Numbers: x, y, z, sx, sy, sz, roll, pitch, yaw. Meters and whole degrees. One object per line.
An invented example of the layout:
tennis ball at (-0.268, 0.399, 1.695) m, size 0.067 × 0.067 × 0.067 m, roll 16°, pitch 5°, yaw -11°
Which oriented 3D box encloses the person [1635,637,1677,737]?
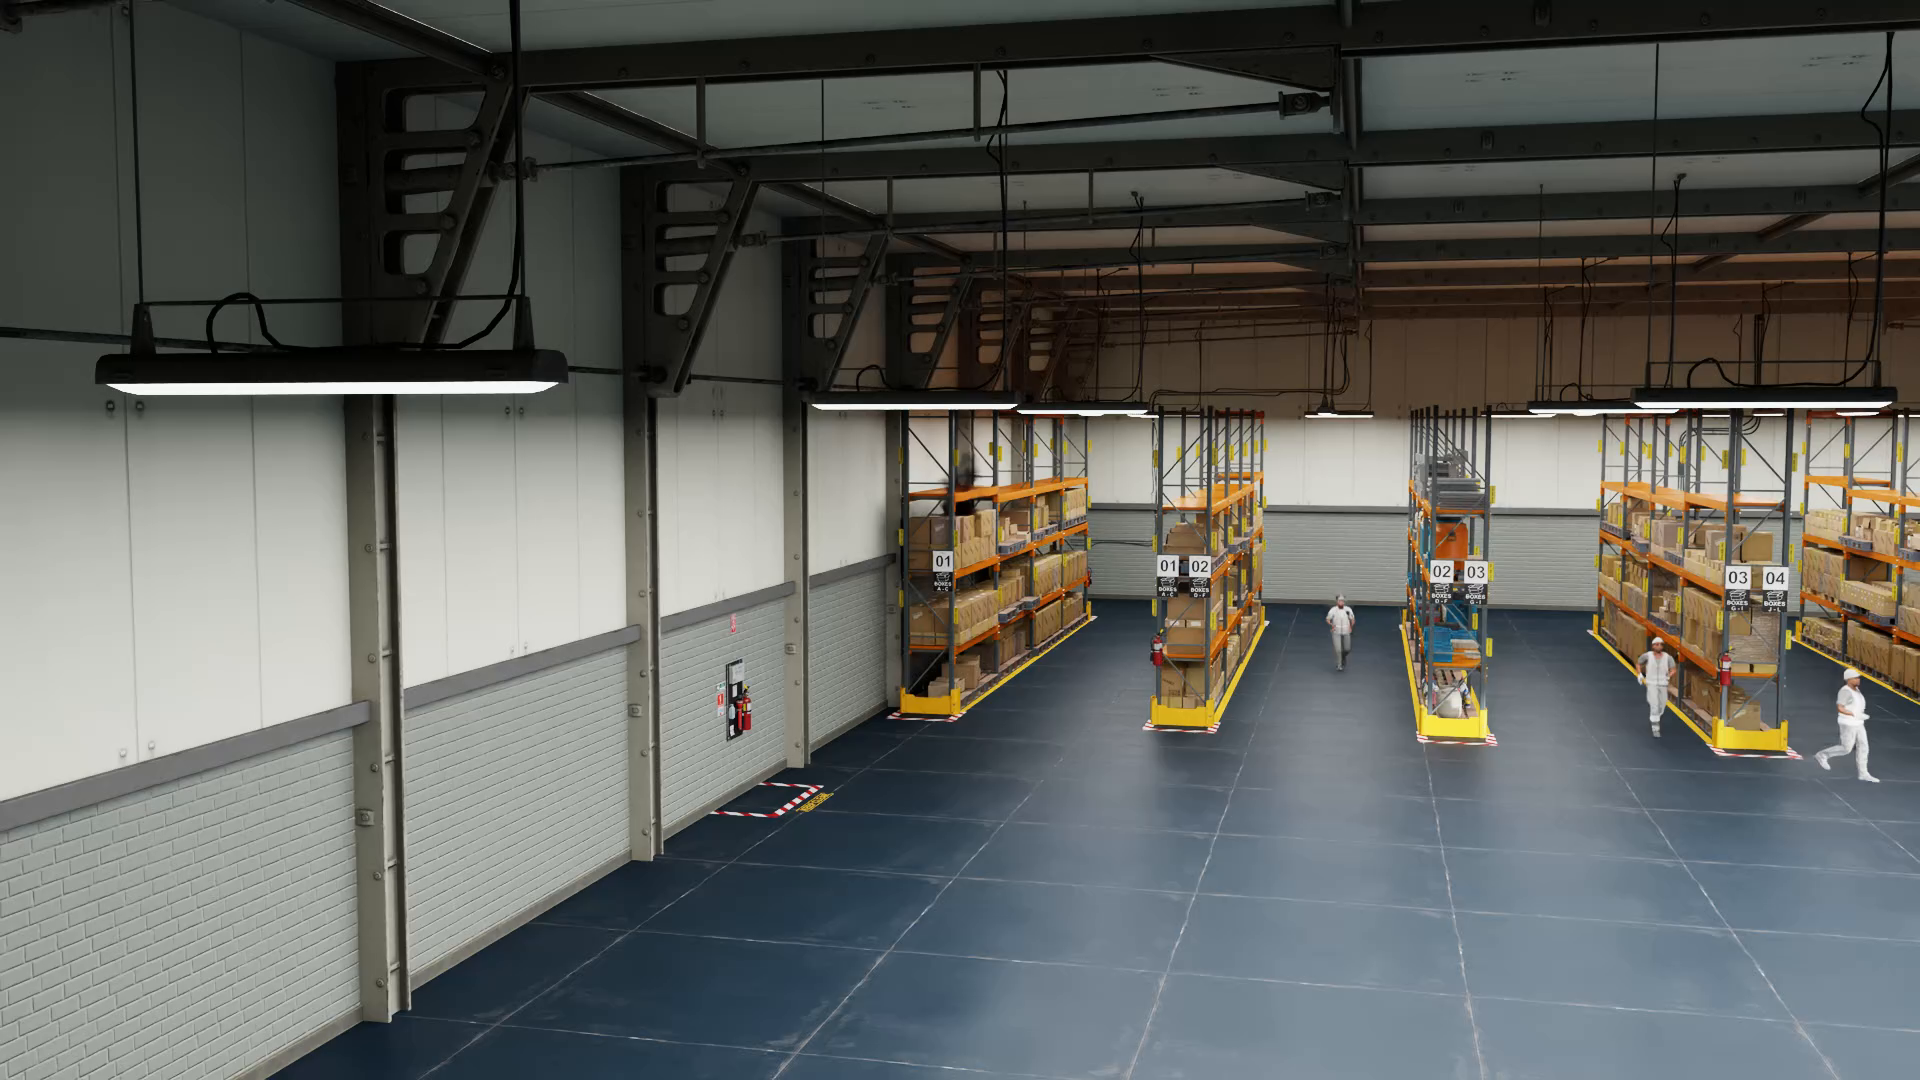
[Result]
person at (12.673, 2.650, 30.256) m, size 0.680 × 1.776 × 0.845 m, roll 1°, pitch 4°, yaw 11°

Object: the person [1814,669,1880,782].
person at (14.150, 2.932, 26.476) m, size 0.676 × 1.769 × 0.953 m, roll -3°, pitch 5°, yaw -40°

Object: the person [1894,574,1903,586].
person at (24.806, 1.704, 44.078) m, size 0.880 × 1.688 × 0.565 m, roll 1°, pitch 4°, yaw 15°

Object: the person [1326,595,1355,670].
person at (8.745, 2.116, 38.169) m, size 0.659 × 1.732 × 0.581 m, roll 0°, pitch 4°, yaw 4°
